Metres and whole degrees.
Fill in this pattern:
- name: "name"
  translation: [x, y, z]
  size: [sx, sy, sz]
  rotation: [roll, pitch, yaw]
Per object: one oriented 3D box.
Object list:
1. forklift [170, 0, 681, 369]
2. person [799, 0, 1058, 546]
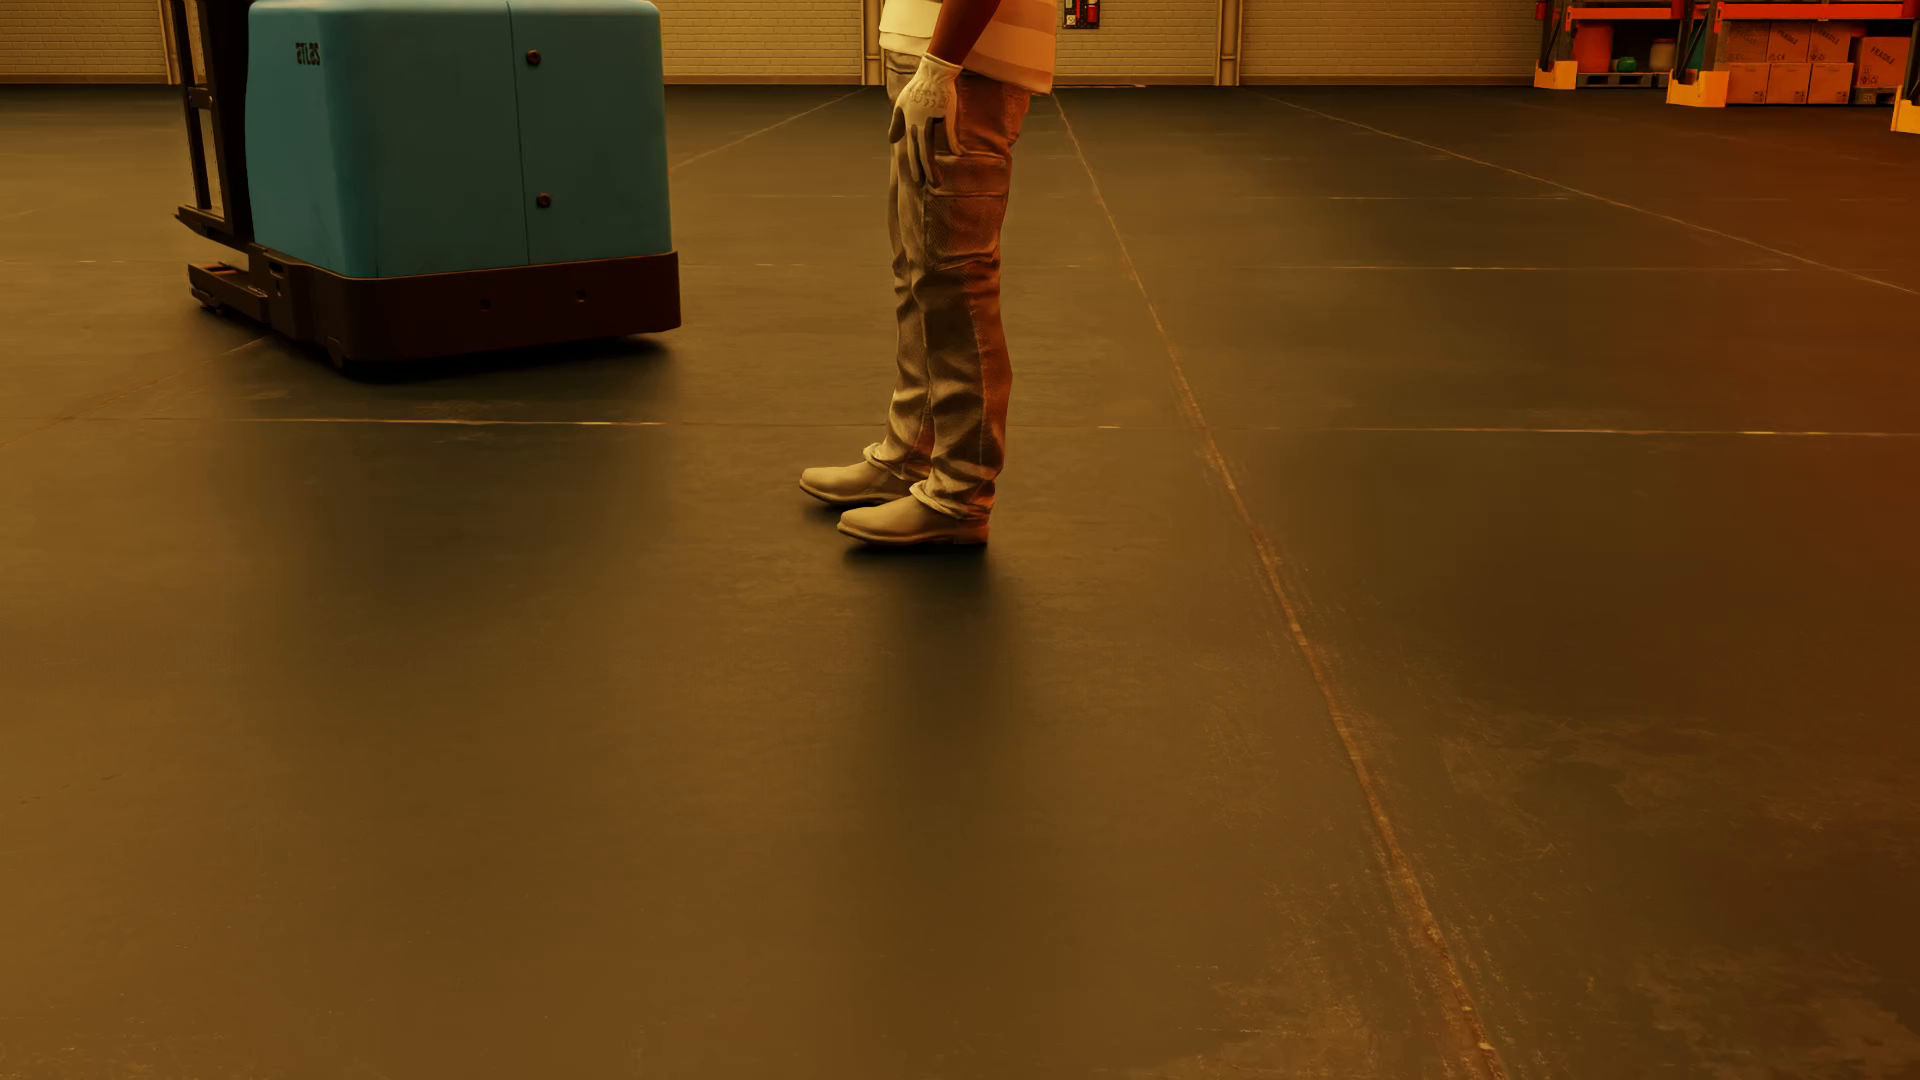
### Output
- name: "forklift"
  translation: [-2.177, -2.278, 5.765]
  size: [1.130, 2.935, 3.031]
  rotation: [-12, 21, -35]
- name: "person"
  translation: [-0.072, -0.862, 3.115]
  size: [0.575, 1.785, 0.657]
  rotation: [1, 17, 2]
